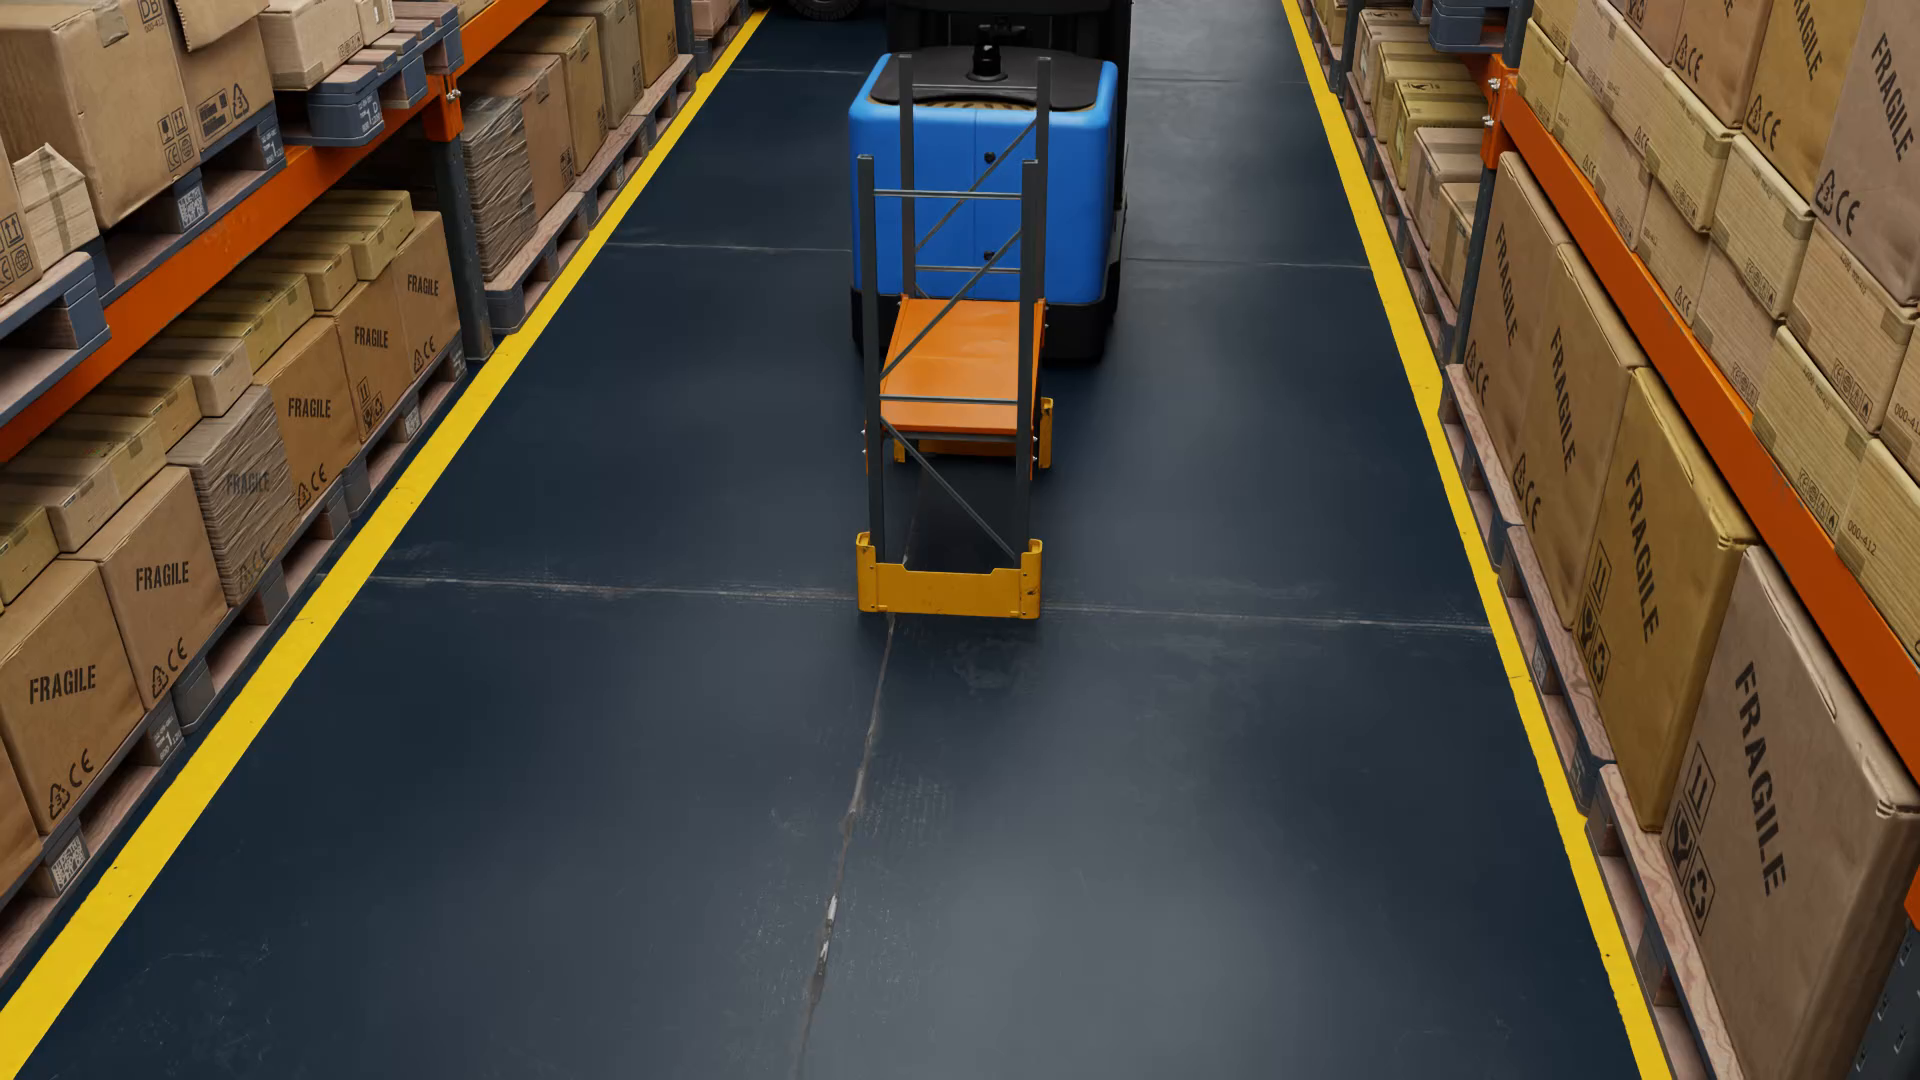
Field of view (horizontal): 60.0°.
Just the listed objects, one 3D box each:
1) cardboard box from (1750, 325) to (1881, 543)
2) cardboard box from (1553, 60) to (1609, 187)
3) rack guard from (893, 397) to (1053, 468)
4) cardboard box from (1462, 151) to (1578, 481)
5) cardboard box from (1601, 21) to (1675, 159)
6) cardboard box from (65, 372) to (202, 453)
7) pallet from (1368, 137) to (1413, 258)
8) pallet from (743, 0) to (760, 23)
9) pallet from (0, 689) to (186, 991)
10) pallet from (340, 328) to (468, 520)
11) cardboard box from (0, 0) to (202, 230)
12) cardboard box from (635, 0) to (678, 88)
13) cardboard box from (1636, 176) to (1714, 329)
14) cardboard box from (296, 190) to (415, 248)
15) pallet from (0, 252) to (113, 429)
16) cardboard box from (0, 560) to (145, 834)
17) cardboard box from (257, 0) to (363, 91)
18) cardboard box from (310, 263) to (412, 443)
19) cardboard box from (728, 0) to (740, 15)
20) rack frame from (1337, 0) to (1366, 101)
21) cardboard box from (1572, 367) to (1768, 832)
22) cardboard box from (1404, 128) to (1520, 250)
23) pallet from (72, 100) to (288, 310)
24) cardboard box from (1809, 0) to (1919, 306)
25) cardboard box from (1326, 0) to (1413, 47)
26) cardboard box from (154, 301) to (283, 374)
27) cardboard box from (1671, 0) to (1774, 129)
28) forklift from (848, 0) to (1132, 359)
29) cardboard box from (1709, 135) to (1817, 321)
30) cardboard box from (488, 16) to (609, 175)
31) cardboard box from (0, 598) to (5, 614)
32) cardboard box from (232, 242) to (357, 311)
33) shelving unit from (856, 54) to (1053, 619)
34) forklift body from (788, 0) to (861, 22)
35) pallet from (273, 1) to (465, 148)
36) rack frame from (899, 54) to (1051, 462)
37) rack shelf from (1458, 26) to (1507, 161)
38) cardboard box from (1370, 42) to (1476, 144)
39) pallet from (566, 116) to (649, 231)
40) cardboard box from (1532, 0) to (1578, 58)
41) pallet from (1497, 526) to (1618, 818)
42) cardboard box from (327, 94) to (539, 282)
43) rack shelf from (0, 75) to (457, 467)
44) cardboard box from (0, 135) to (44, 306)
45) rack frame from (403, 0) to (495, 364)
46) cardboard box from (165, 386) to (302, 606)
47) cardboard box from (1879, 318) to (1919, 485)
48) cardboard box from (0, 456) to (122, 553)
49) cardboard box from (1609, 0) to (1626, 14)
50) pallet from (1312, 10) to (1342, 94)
[{"bbox_3d":[1.975,-0.214,3.381,0.500,0.250,0.500,2,32,3],"label":"cardboard box"},{"bbox_3d":[2.158,-1.280,5.111,0.500,0.250,0.500,2,32,3],"label":"cardboard box"},{"bbox_3d":[0.047,-0.407,6.172,0.587,0.250,0.087,2,32,4],"label":"rack guard"},{"bbox_3d":[2.334,-0.775,5.773,0.875,0.875,0.875,2,32,4],"label":"cardboard box"},{"bbox_3d":[2.089,-1.222,4.541,0.500,0.250,0.500,2,32,4],"label":"cardboard box"},{"bbox_3d":[-2.469,-0.371,4.858,0.380,0.149,0.250,3,32,4],"label":"cardboard box"},{"bbox_3d":[2.640,-1.716,8.333,1.003,0.211,1.213,2,32,4],"label":"pallet"},{"bbox_3d":[-1.946,-4.026,12.082,1.003,0.211,1.213,2,32,4],"label":"pallet"},{"bbox_3d":[-2.772,0.784,4.277,1.003,0.211,1.213,2,32,4],"label":"pallet"},{"bbox_3d":[-2.573,-0.492,6.348,1.003,0.211,1.213,2,32,4],"label":"pallet"},{"bbox_3d":[-2.432,-1.122,4.217,0.700,0.500,0.500,2,32,4],"label":"cardboard box"},{"bbox_3d":[-2.181,-3.054,9.710,0.875,0.625,0.625,4,32,6],"label":"cardboard box"},{"bbox_3d":[2.073,-0.748,4.247,0.500,0.250,0.500,2,32,4],"label":"cardboard box"},{"bbox_3d":[-2.263,-1.190,6.186,0.380,0.149,0.250,1,32,2],"label":"cardboard box"},{"bbox_3d":[-2.627,-0.308,3.574,1.003,0.211,1.213,2,32,4],"label":"pallet"},{"bbox_3d":[-2.503,0.387,4.246,0.500,0.500,0.500,2,32,3],"label":"cardboard box"},{"bbox_3d":[-2.238,-1.618,5.258,0.500,0.250,0.500,1,32,2],"label":"cardboard box"},{"bbox_3d":[-2.346,-0.691,5.995,0.500,0.500,0.500,2,32,3],"label":"cardboard box"},{"bbox_3d":[-1.754,-3.673,11.071,0.500,0.250,0.500,2,32,3],"label":"cardboard box"},{"bbox_3d":[2.798,-3.950,9.300,1.000,3.000,0.127,2,32,4],"label":"rack frame"},{"bbox_3d":[2.183,0.159,4.258,0.875,0.875,0.875,3,32,5],"label":"cardboard box"},{"bbox_3d":[2.581,-1.599,7.591,0.950,0.372,0.625,2,32,3],"label":"cardboard box"},{"bbox_3d":[-2.629,-0.969,4.647,1.003,0.211,1.213,2,32,4],"label":"pallet"},{"bbox_3d":[1.968,-0.750,3.059,0.500,0.500,0.500,3,32,5],"label":"cardboard box"},{"bbox_3d":[2.579,-3.279,10.431,0.500,0.250,0.500,4,32,6],"label":"cardboard box"},{"bbox_3d":[-2.406,-0.643,5.299,0.380,0.149,0.250,2,32,3],"label":"cardboard box"},{"bbox_3d":[2.056,-1.285,3.928,0.500,0.500,0.500,3,32,5],"label":"cardboard box"},{"bbox_3d":[0.247,-2.744,7.410,1.130,2.935,3.031,4,32,6],"label":"forklift"},{"bbox_3d":[2.010,-0.689,3.676,0.500,0.250,0.500,3,32,5],"label":"cardboard box"},{"bbox_3d":[-2.311,-2.256,8.414,0.875,0.625,0.625,1,32,2],"label":"cardboard box"},{"bbox_3d":[-2.551,0.174,3.973,0.380,0.149,0.250,1,32,1],"label":"cardboard box"},{"bbox_3d":[-2.319,-0.910,5.732,0.380,0.149,0.250,1,32,2],"label":"cardboard box"},{"bbox_3d":[0.006,-0.678,5.421,0.587,1.500,1.083,2,32,4],"label":"shelving unit"},{"bbox_3d":[-0.160,-4.821,11.522,2.313,2.155,1.214,2,32,4],"label":"forklift body"},{"bbox_3d":[-2.460,-1.629,5.717,1.213,0.211,1.003,2,32,4],"label":"pallet"},{"bbox_3d":[0.048,-0.949,5.860,0.500,1.500,0.032,2,32,4],"label":"rack frame"},{"bbox_3d":[2.635,-2.598,7.792,1.077,0.370,4.000,2,32,4],"label":"rack shelf"},{"bbox_3d":[2.703,-2.359,8.824,0.950,0.372,0.625,4,32,7],"label":"cardboard box"},{"bbox_3d":[-2.267,-1.946,8.707,1.003,0.211,1.213,2,32,4],"label":"pallet"},{"bbox_3d":[2.185,-1.753,5.401,0.500,0.250,0.500,2,32,4],"label":"cardboard box"},{"bbox_3d":[2.231,0.374,4.941,1.003,0.211,1.213,2,32,4],"label":"pallet"},{"bbox_3d":[-2.410,-1.562,7.288,0.875,0.625,0.625,3,32,6],"label":"cardboard box"},{"bbox_3d":[-2.638,-0.716,4.739,1.077,0.370,4.000,2,32,4],"label":"rack shelf"},{"bbox_3d":[-2.496,-0.712,3.551,0.700,0.500,0.500,3,32,5],"label":"cardboard box"},{"bbox_3d":[-2.475,-2.068,6.247,1.000,3.000,0.127,2,32,4],"label":"rack frame"},{"bbox_3d":[-2.410,-0.145,5.109,0.500,0.500,0.500,1,32,2],"label":"cardboard box"},{"bbox_3d":[1.941,-0.156,2.811,0.500,0.250,0.500,2,32,4],"label":"cardboard box"},{"bbox_3d":[-2.485,-0.099,4.416,0.380,0.149,0.250,2,32,4],"label":"cardboard box"},{"bbox_3d":[2.158,-1.819,4.794,0.500,0.500,0.500,3,32,4],"label":"cardboard box"},{"bbox_3d":[2.818,-3.115,10.604,1.003,0.211,1.213,2,32,4],"label":"pallet"}]
